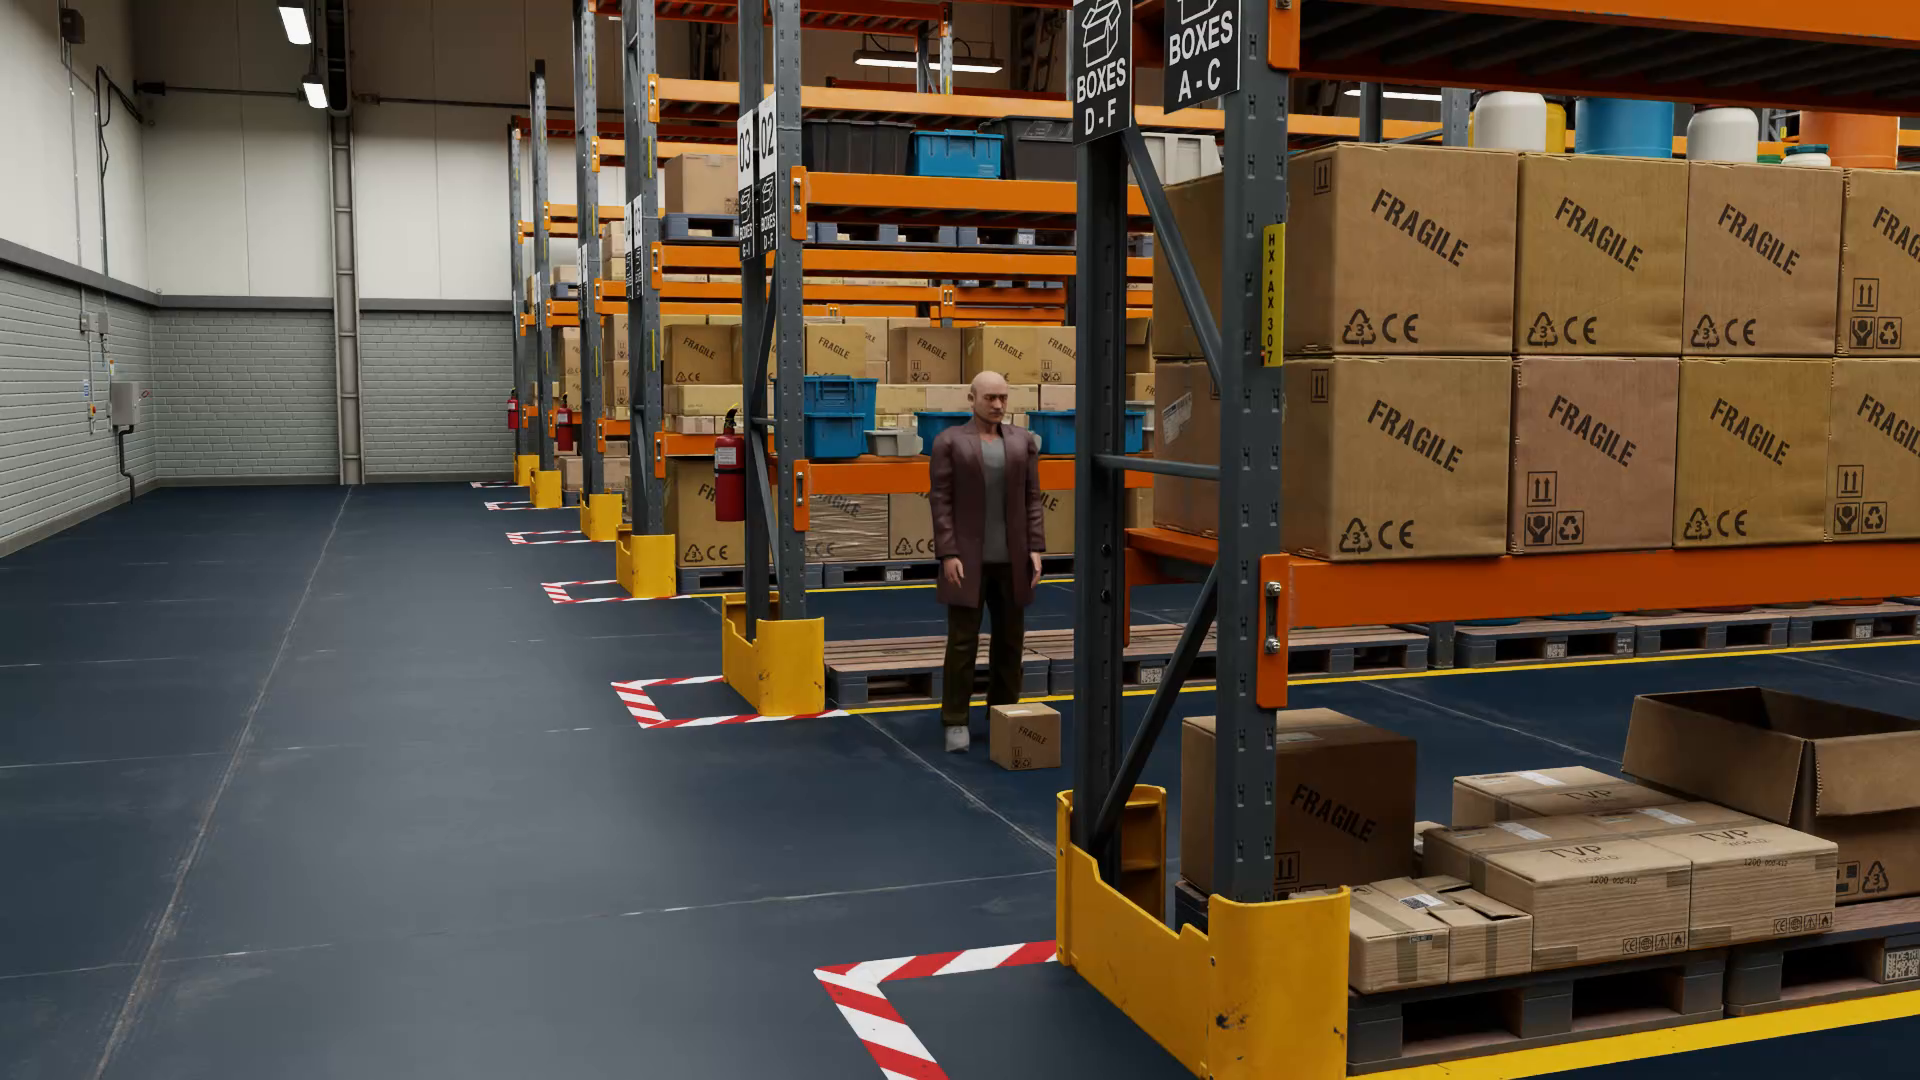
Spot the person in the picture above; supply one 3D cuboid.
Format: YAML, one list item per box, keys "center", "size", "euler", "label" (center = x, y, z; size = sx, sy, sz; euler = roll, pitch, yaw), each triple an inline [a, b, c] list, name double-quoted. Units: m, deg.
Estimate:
- center: [0.143, 0.092, 7.937]
  size: [0.565, 1.788, 0.410]
  euler: [-2, 6, -18]
  label: "person"
